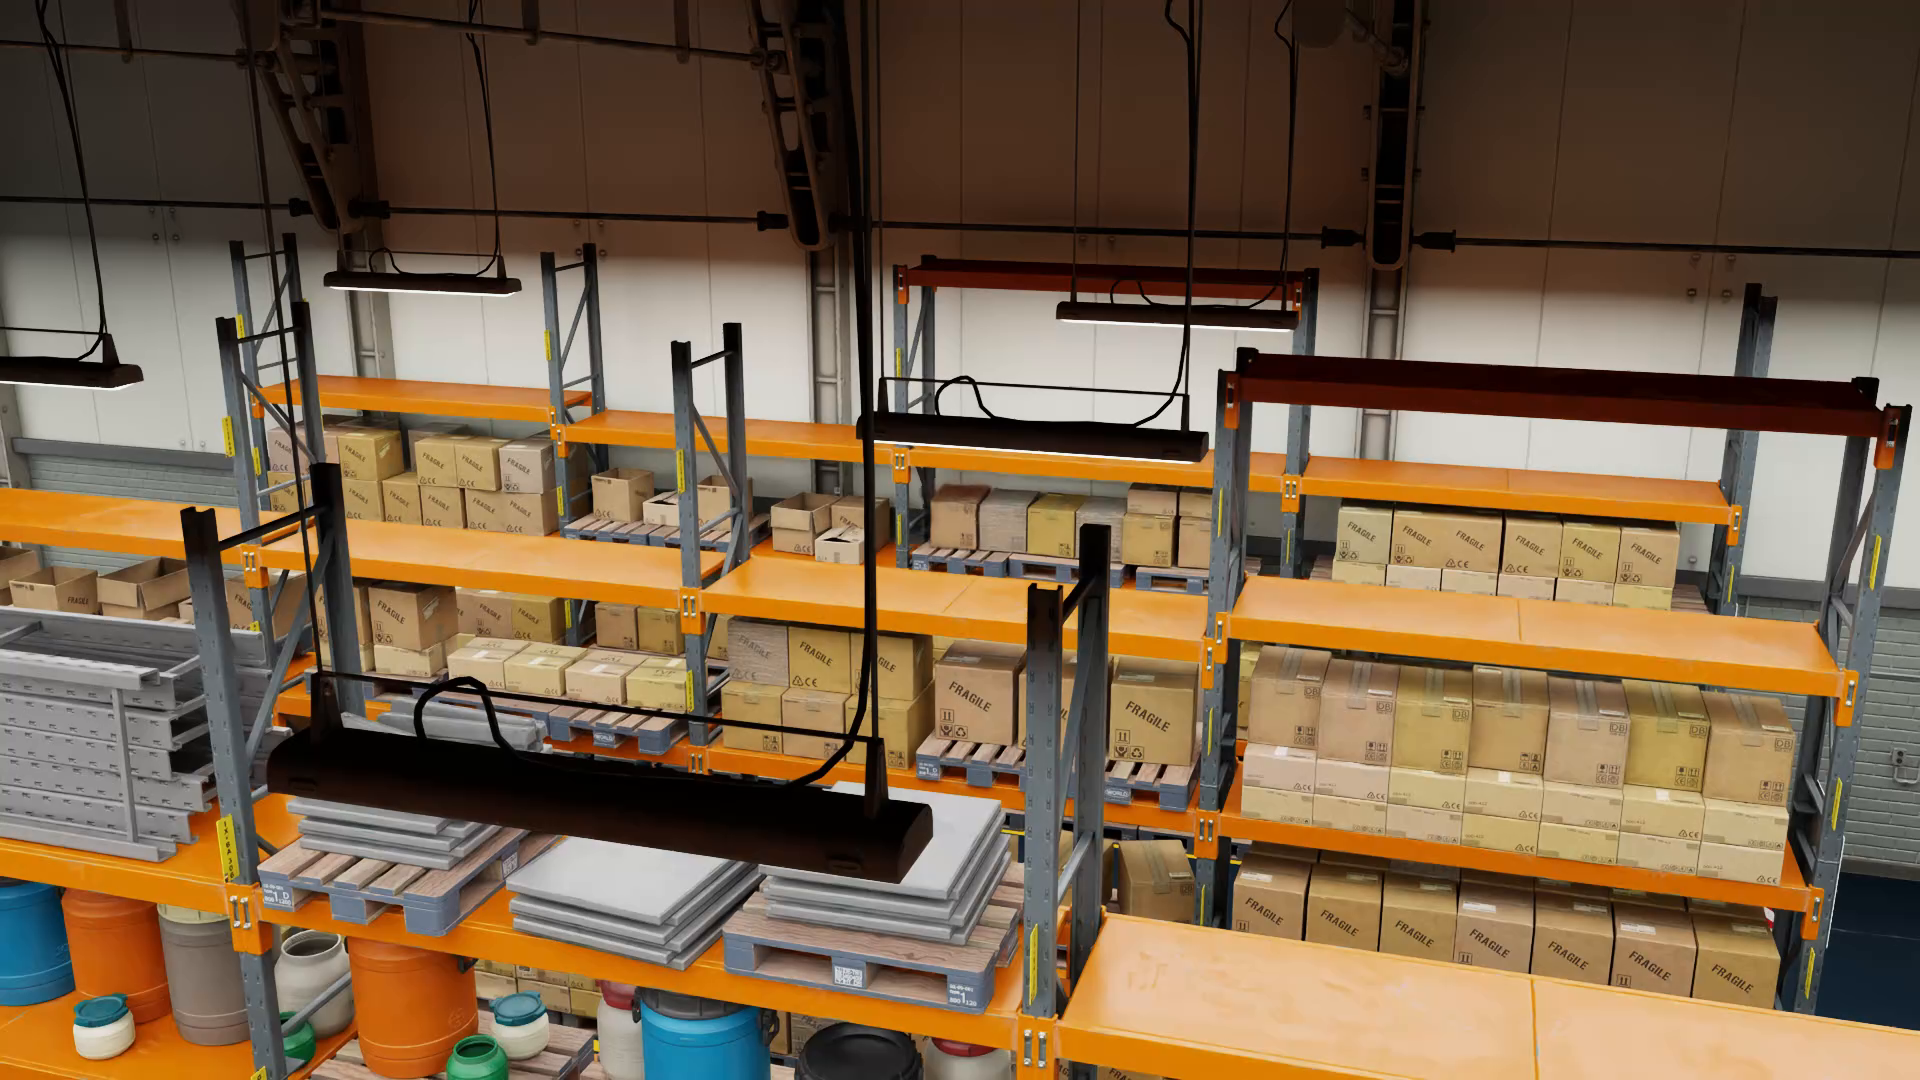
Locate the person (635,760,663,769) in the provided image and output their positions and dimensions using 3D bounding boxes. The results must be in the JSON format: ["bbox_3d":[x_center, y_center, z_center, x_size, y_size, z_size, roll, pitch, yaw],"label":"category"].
[{"bbox_3d":[-3.336,2.307,17.950,0.740,1.550,0.485,9,18,29],"label":"person"}]
